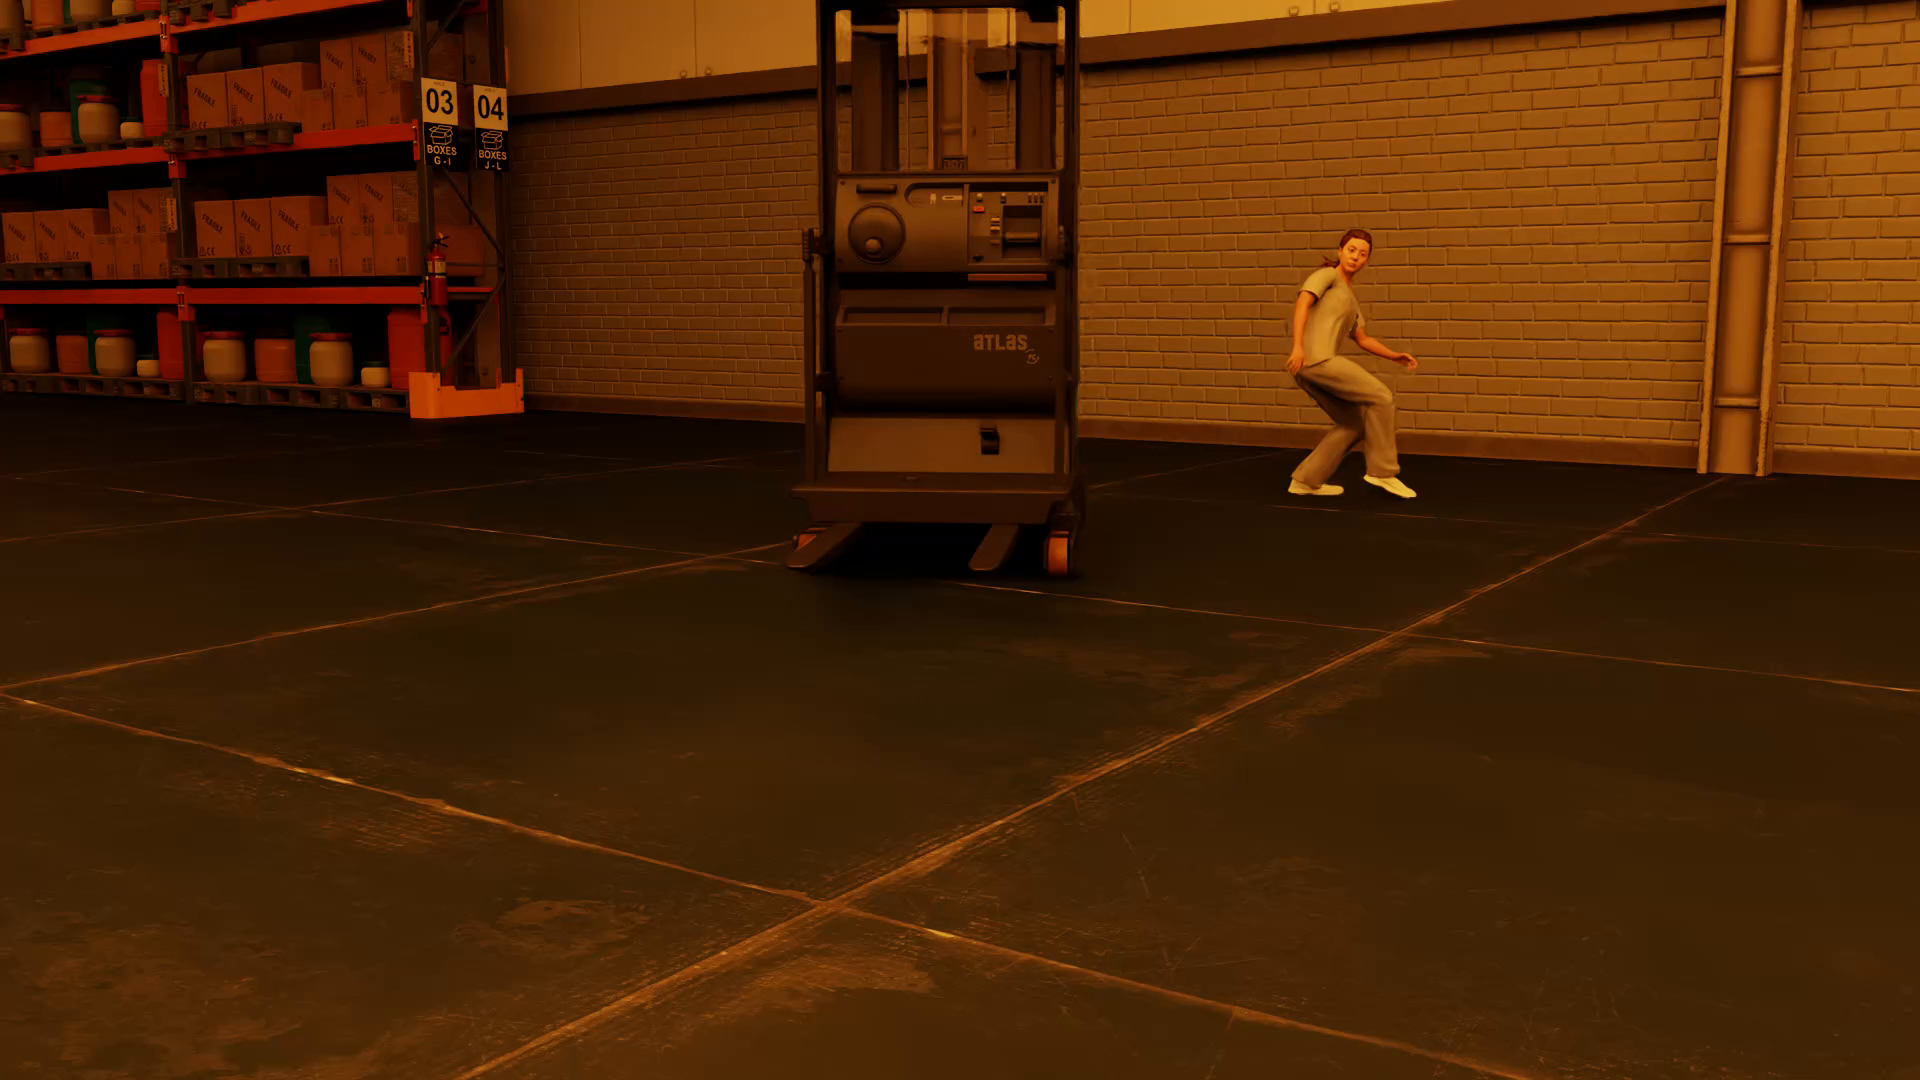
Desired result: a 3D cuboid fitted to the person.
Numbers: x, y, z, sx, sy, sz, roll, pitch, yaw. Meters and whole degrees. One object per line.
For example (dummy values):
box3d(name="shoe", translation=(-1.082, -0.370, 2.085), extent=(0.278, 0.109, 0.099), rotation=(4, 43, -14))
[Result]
box3d(name="person", translation=(2.151, -0.952, 9.099), extent=(0.728, 1.489, 0.665), rotation=(2, 8, 13))

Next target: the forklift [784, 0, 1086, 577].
box3d(name="forklift", translation=(-0.074, -1.352, 6.698), extent=(1.130, 2.935, 3.031), rotation=(1, 8, 6))
